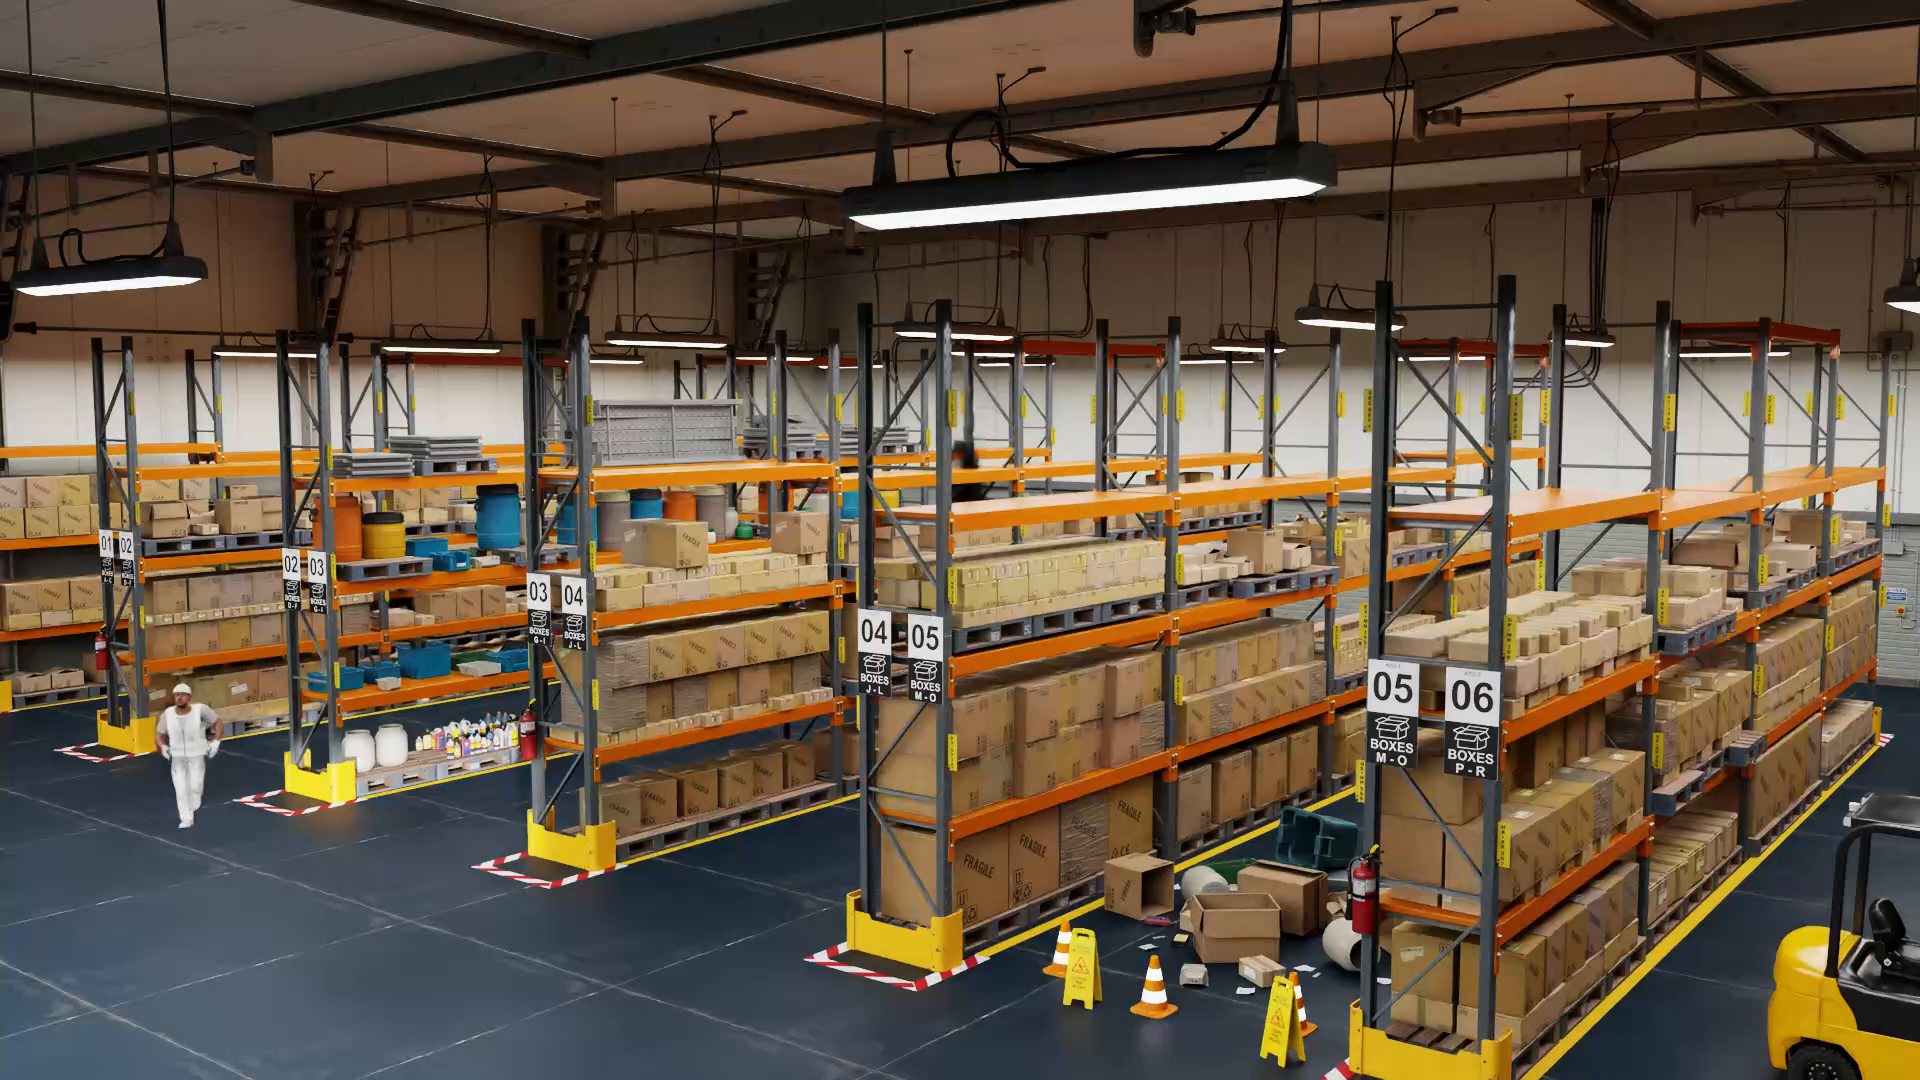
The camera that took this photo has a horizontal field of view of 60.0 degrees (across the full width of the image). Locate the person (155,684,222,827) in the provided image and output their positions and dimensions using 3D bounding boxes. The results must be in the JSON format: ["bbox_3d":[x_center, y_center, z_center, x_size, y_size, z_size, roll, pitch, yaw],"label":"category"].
[{"bbox_3d":[-9.227,2.576,19.872,0.702,1.742,0.675,-1,5,-13],"label":"person"}]
